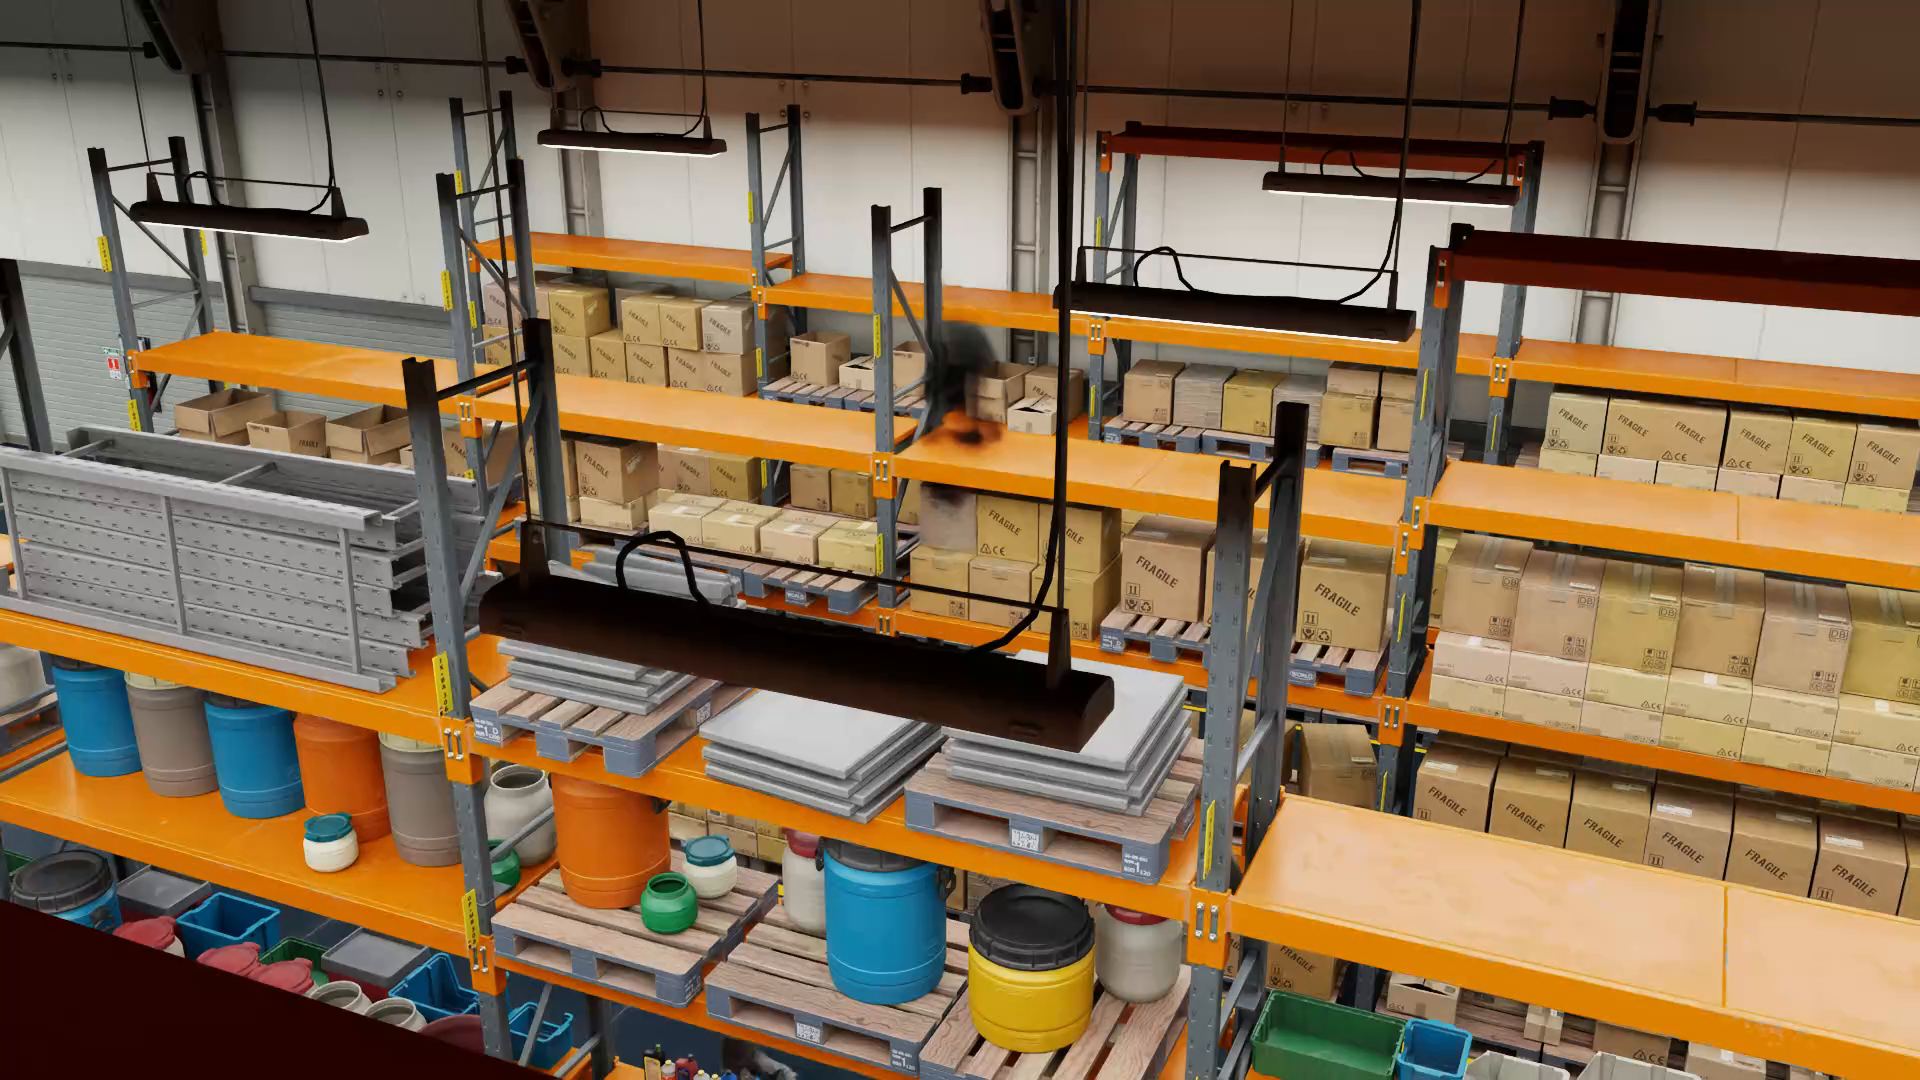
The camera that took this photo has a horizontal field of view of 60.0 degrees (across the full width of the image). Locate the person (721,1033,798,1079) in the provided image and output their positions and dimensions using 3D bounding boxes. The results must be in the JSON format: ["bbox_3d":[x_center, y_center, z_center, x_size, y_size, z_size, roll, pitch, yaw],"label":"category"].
[{"bbox_3d":[-1.494,3.317,11.483,0.738,1.706,0.649,6,21,16],"label":"person"}]
